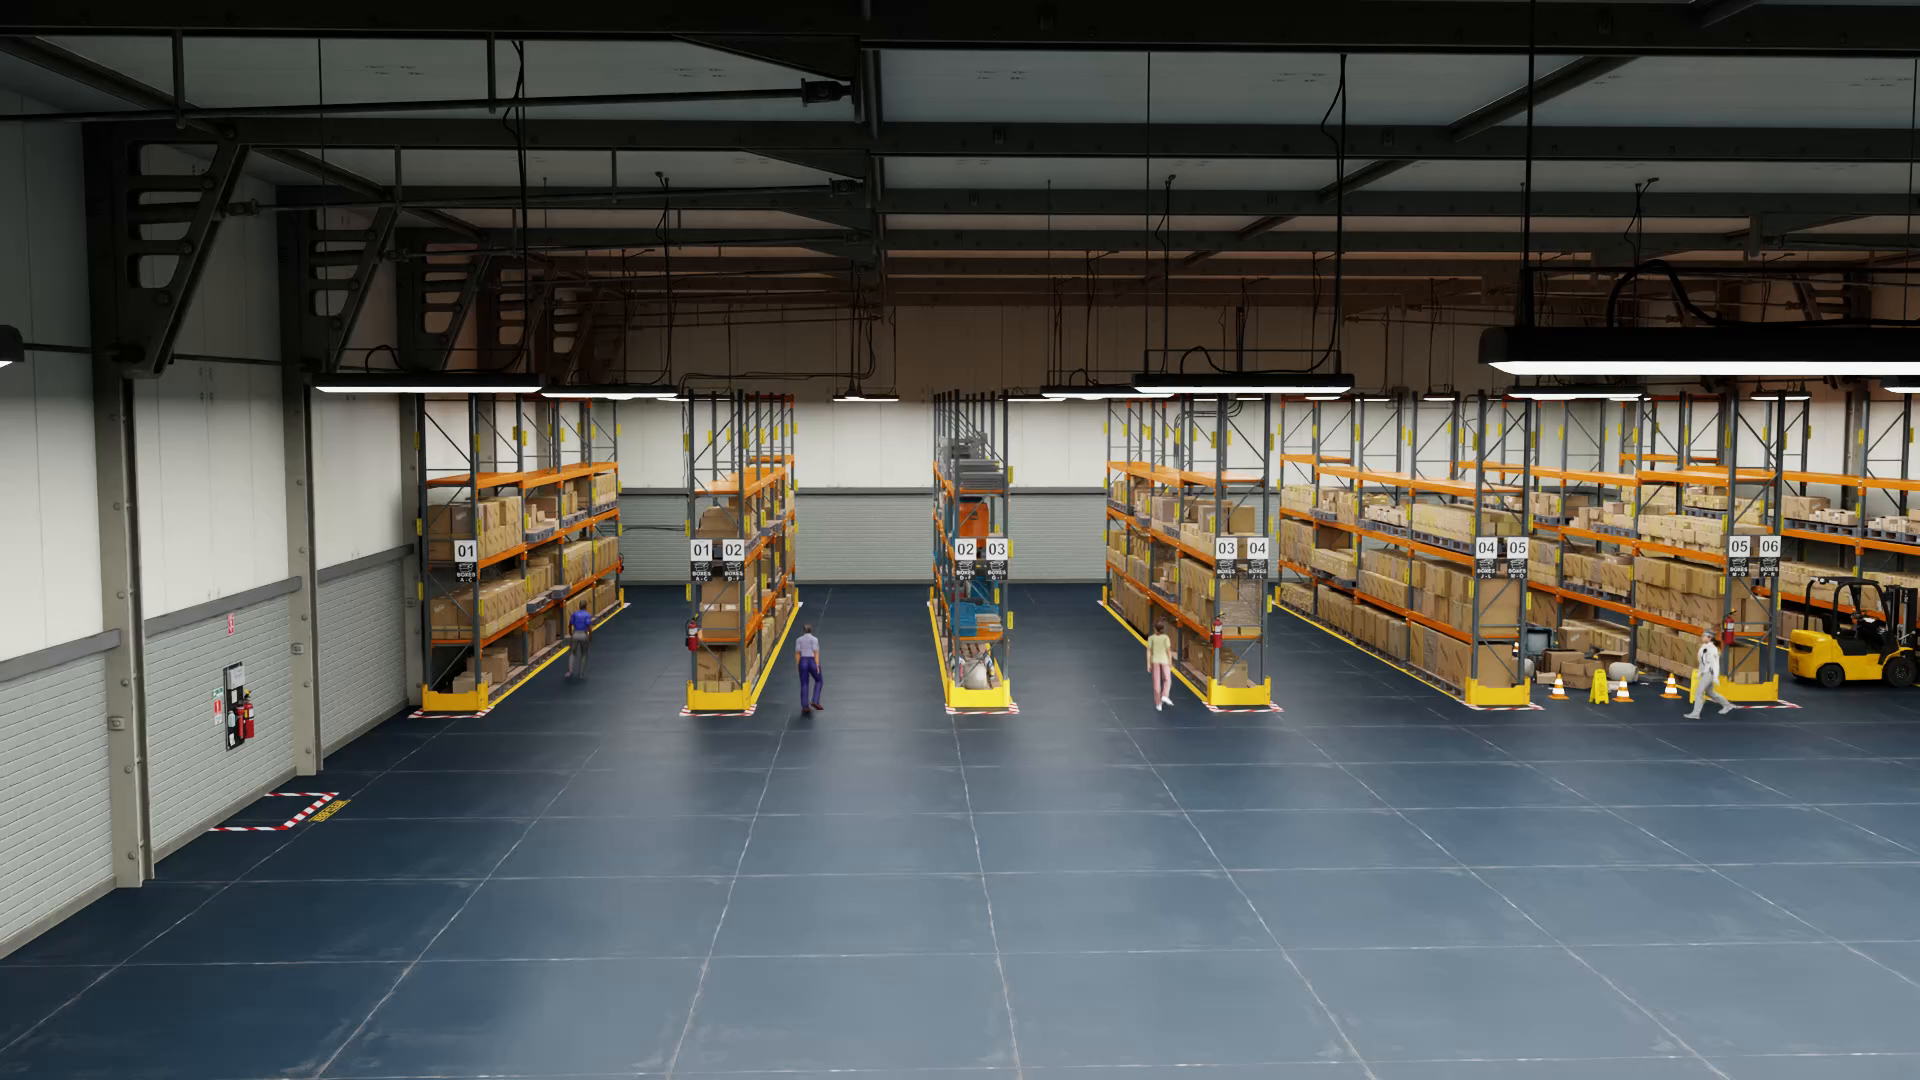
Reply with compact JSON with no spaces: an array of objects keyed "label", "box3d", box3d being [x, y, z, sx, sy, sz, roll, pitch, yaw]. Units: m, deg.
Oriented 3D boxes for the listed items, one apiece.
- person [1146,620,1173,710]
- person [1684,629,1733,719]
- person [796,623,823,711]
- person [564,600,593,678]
[{"label":"person","box3d":[3.746,2.343,31.197,0.495,1.661,0.471,1,5,6]},{"label":"person","box3d":[13.639,2.425,30.228,0.962,1.641,0.486,0,5,-1]},{"label":"person","box3d":[-2.829,2.382,31.015,0.516,1.658,0.523,1,5,9]},{"label":"person","box3d":[-7.963,2.083,34.697,0.533,1.633,0.630,0,5,1]}]
